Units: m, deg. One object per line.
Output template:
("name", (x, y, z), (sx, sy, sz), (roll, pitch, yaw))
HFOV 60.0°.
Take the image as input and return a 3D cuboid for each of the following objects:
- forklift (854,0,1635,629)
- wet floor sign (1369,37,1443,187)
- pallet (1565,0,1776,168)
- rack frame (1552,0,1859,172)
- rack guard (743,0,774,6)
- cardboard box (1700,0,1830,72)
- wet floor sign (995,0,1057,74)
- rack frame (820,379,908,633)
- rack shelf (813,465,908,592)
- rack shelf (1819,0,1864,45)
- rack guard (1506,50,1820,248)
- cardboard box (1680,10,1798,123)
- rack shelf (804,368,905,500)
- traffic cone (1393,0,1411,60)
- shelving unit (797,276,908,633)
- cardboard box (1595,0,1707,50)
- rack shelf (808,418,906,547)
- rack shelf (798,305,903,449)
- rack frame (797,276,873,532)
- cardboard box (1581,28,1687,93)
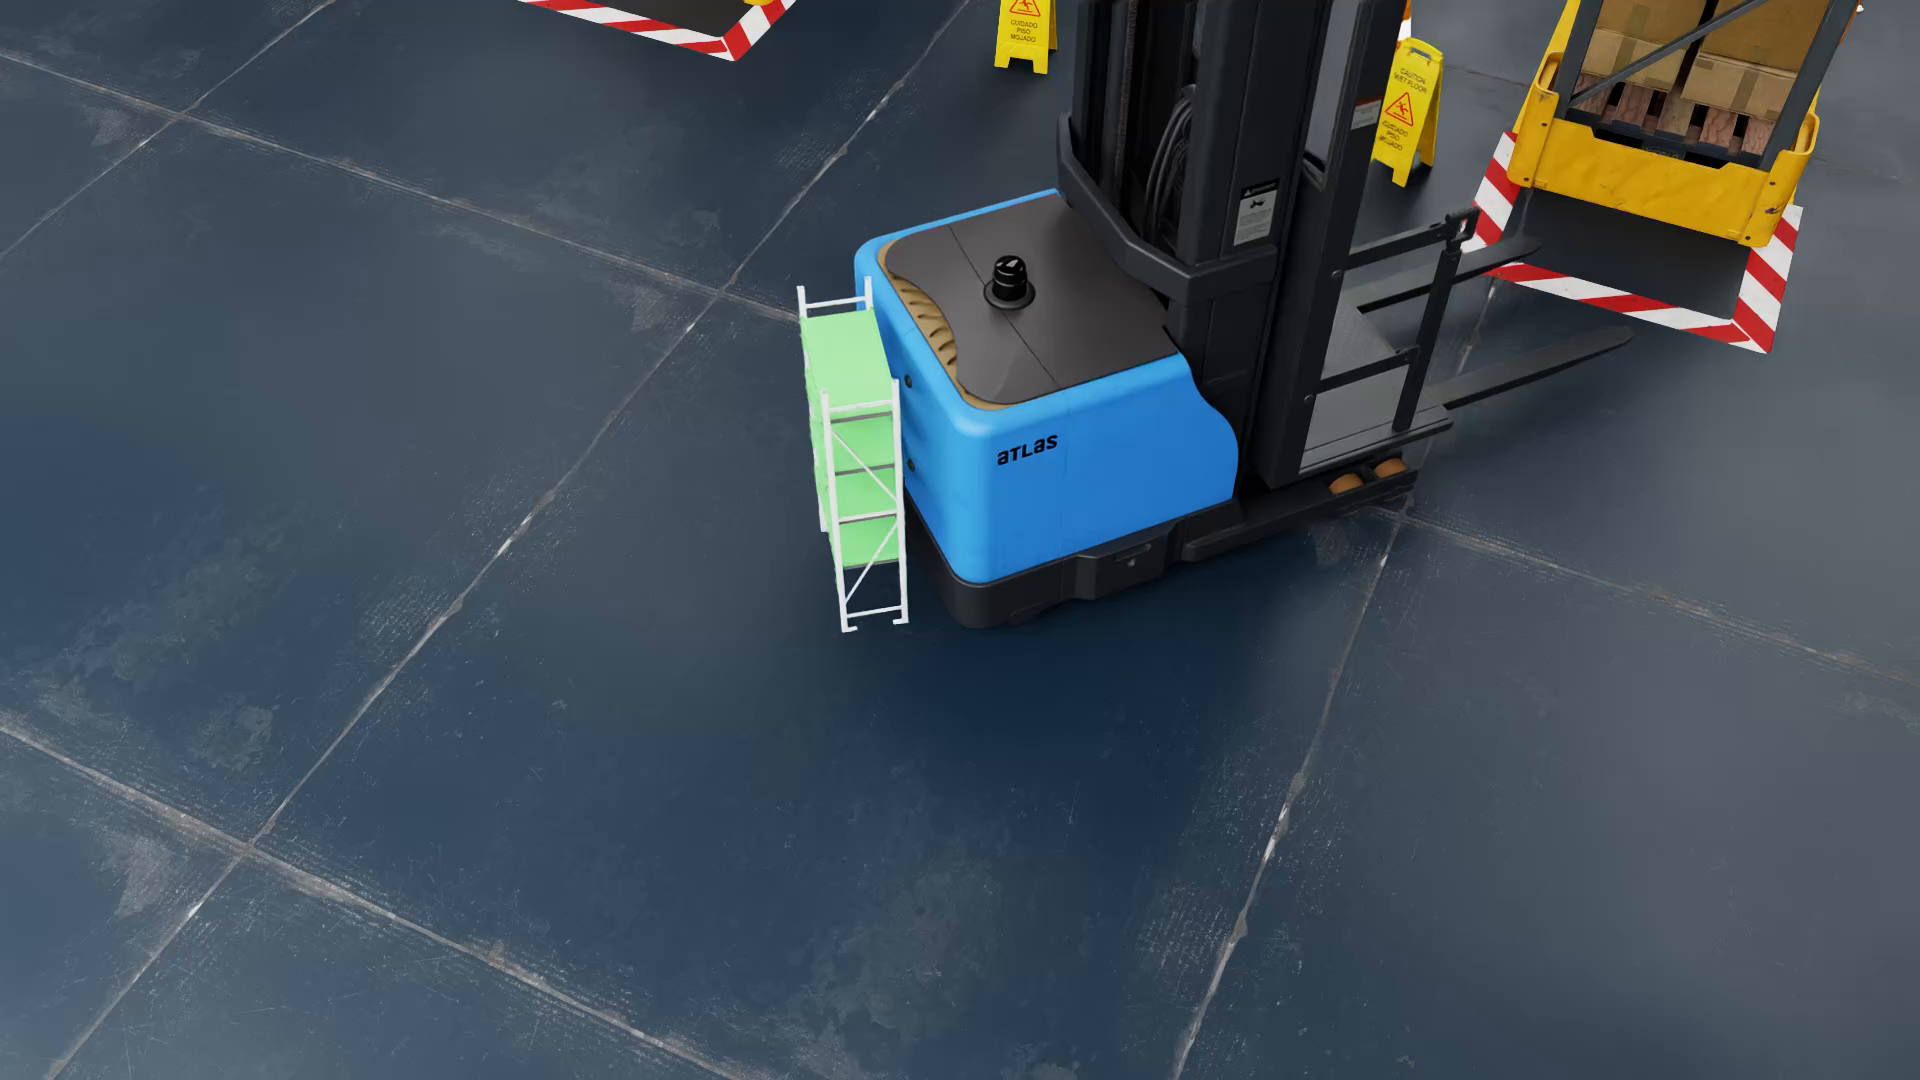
("forklift", (1.184, -1.392, 5.510), (3.031, 2.935, 1.130), (-19, 52, -15))
("wet floor sign", (2.023, -1.957, 7.491), (0.232, 0.644, 0.267), (-37, 59, -27))
("pallet", (3.483, -2.199, 7.983), (1.003, 0.211, 1.213), (20, 52, 16))
("rack frame", (3.071, -2.502, 6.410), (1.000, 3.000, 0.127), (20, 52, 16))
("rack guard", (-1.458, -3.217, 8.659), (1.175, 0.500, 0.348), (20, 52, 16))
("cardboard box", (3.676, -2.473, 7.422), (0.500, 0.500, 0.500), (18, 52, 15))
("wet floor sign", (0.331, -2.616, 8.053), (0.267, 0.644, 0.232), (12, 51, 10))
("rack frame", (-0.306, -0.080, 5.530), (0.240, 1.200, 0.015), (-9, 50, -8))
("rack shelf", (-0.356, -0.065, 5.916), (0.258, 0.148, 0.480), (-9, 50, -8))
("rack shelf", (3.926, -3.647, 7.856), (1.077, 0.370, 4.000), (20, 52, 16))
("rack guard", (3.104, -1.745, 7.406), (1.175, 0.500, 0.348), (20, 52, 16))
("cardboard box", (3.666, -2.213, 7.693), (0.500, 0.250, 0.500), (19, 52, 16))
("rack shelf", (-0.356, -0.376, 5.551), (0.258, 0.148, 0.480), (-9, 50, -8))
("traffic cone", (2.089, -2.396, 7.985), (0.336, 0.463, 0.334), (20, 52, 16))
("shelving unit", (-0.356, -0.262, 5.685), (0.258, 1.200, 0.503), (-9, 50, -8))
("cardboard box", (3.178, -2.627, 7.553), (0.500, 0.500, 0.500), (20, 53, 16))
("rack shelf", (-0.356, -0.220, 5.733), (0.258, 0.148, 0.480), (-9, 50, -8))
("rack shelf", (-0.356, -0.531, 5.368), (0.258, 0.148, 0.480), (-9, 50, -8))
("rack frame", (-0.407, -0.443, 5.839), (0.240, 1.200, 0.015), (-9, 50, -8))
("cardboard box", (3.184, -2.408, 7.859), (0.500, 0.250, 0.500), (20, 52, 16))
